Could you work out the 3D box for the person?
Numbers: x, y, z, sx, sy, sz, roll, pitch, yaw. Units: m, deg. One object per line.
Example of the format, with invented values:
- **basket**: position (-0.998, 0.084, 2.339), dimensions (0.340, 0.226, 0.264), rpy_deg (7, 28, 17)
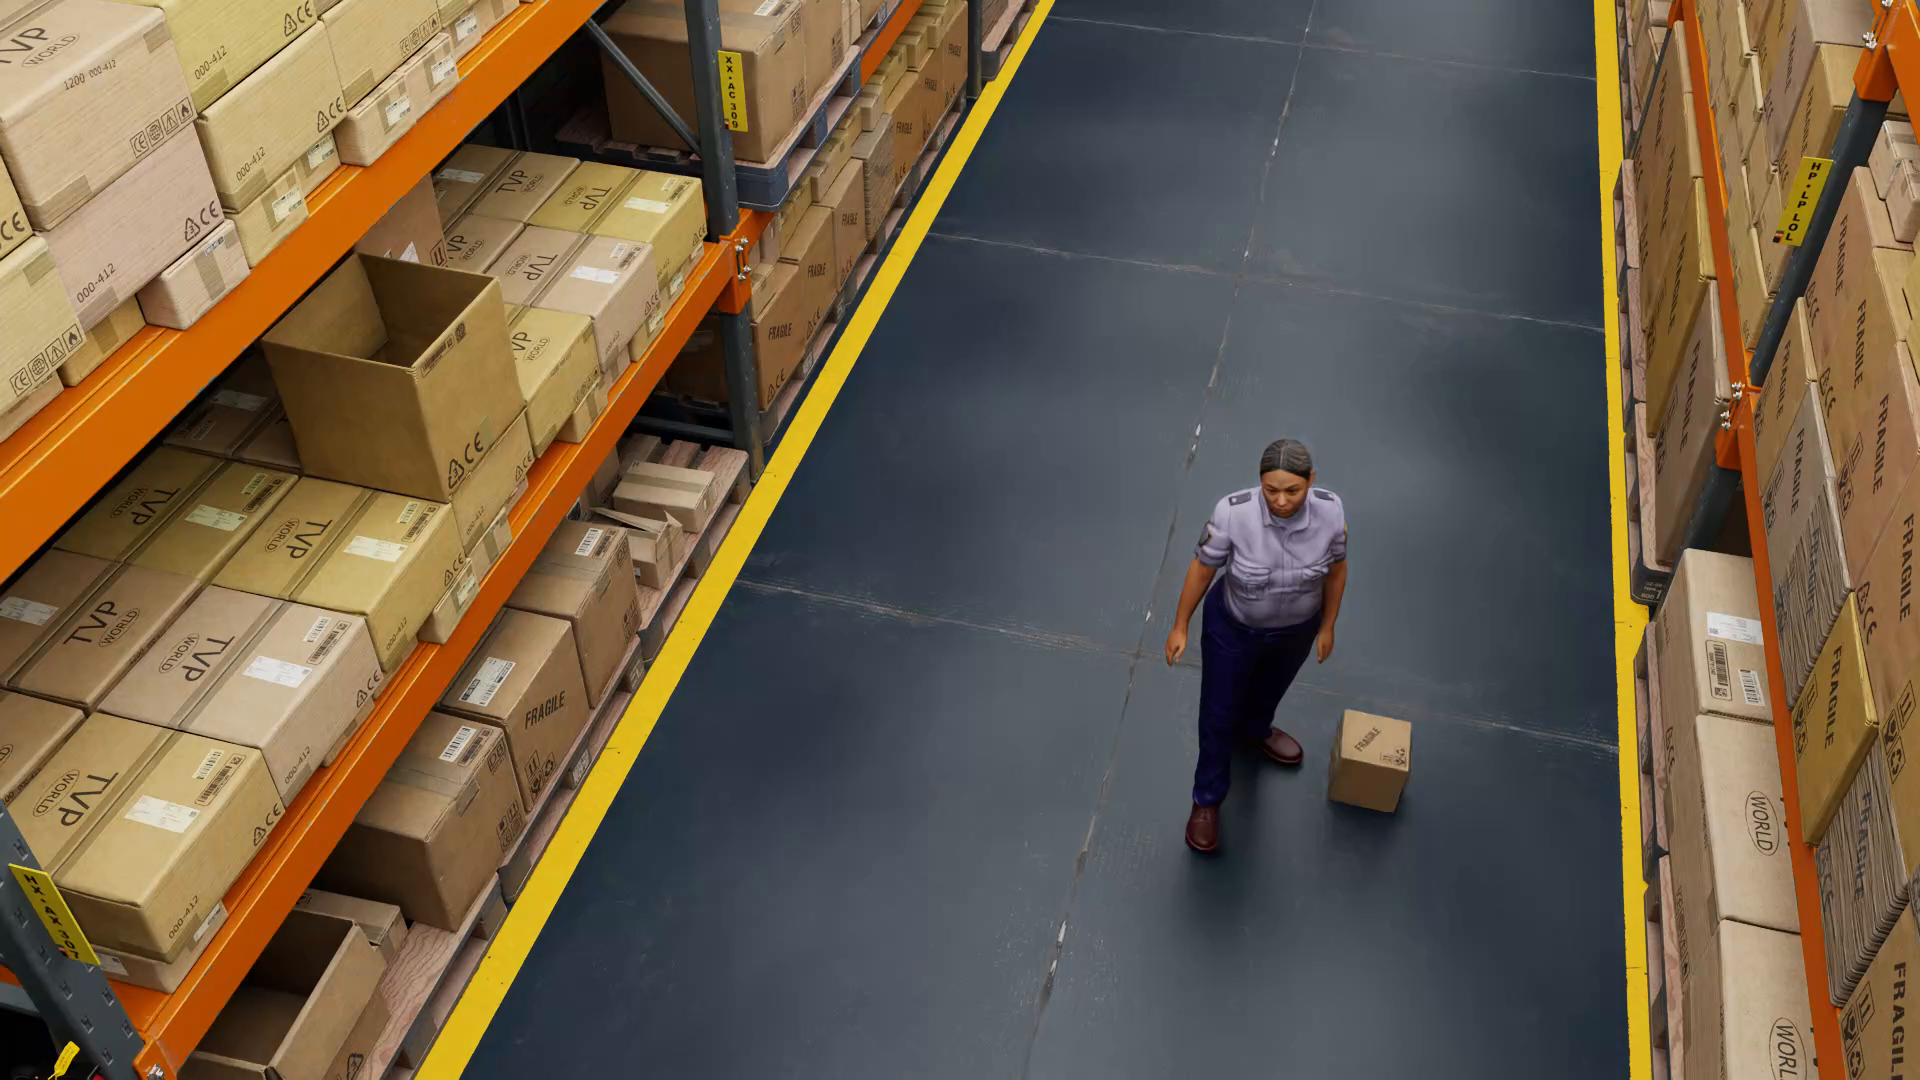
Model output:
- **person**: position (1.031, 0.326, 5.780), dimensions (0.626, 1.634, 0.615), rpy_deg (-5, 42, -6)
